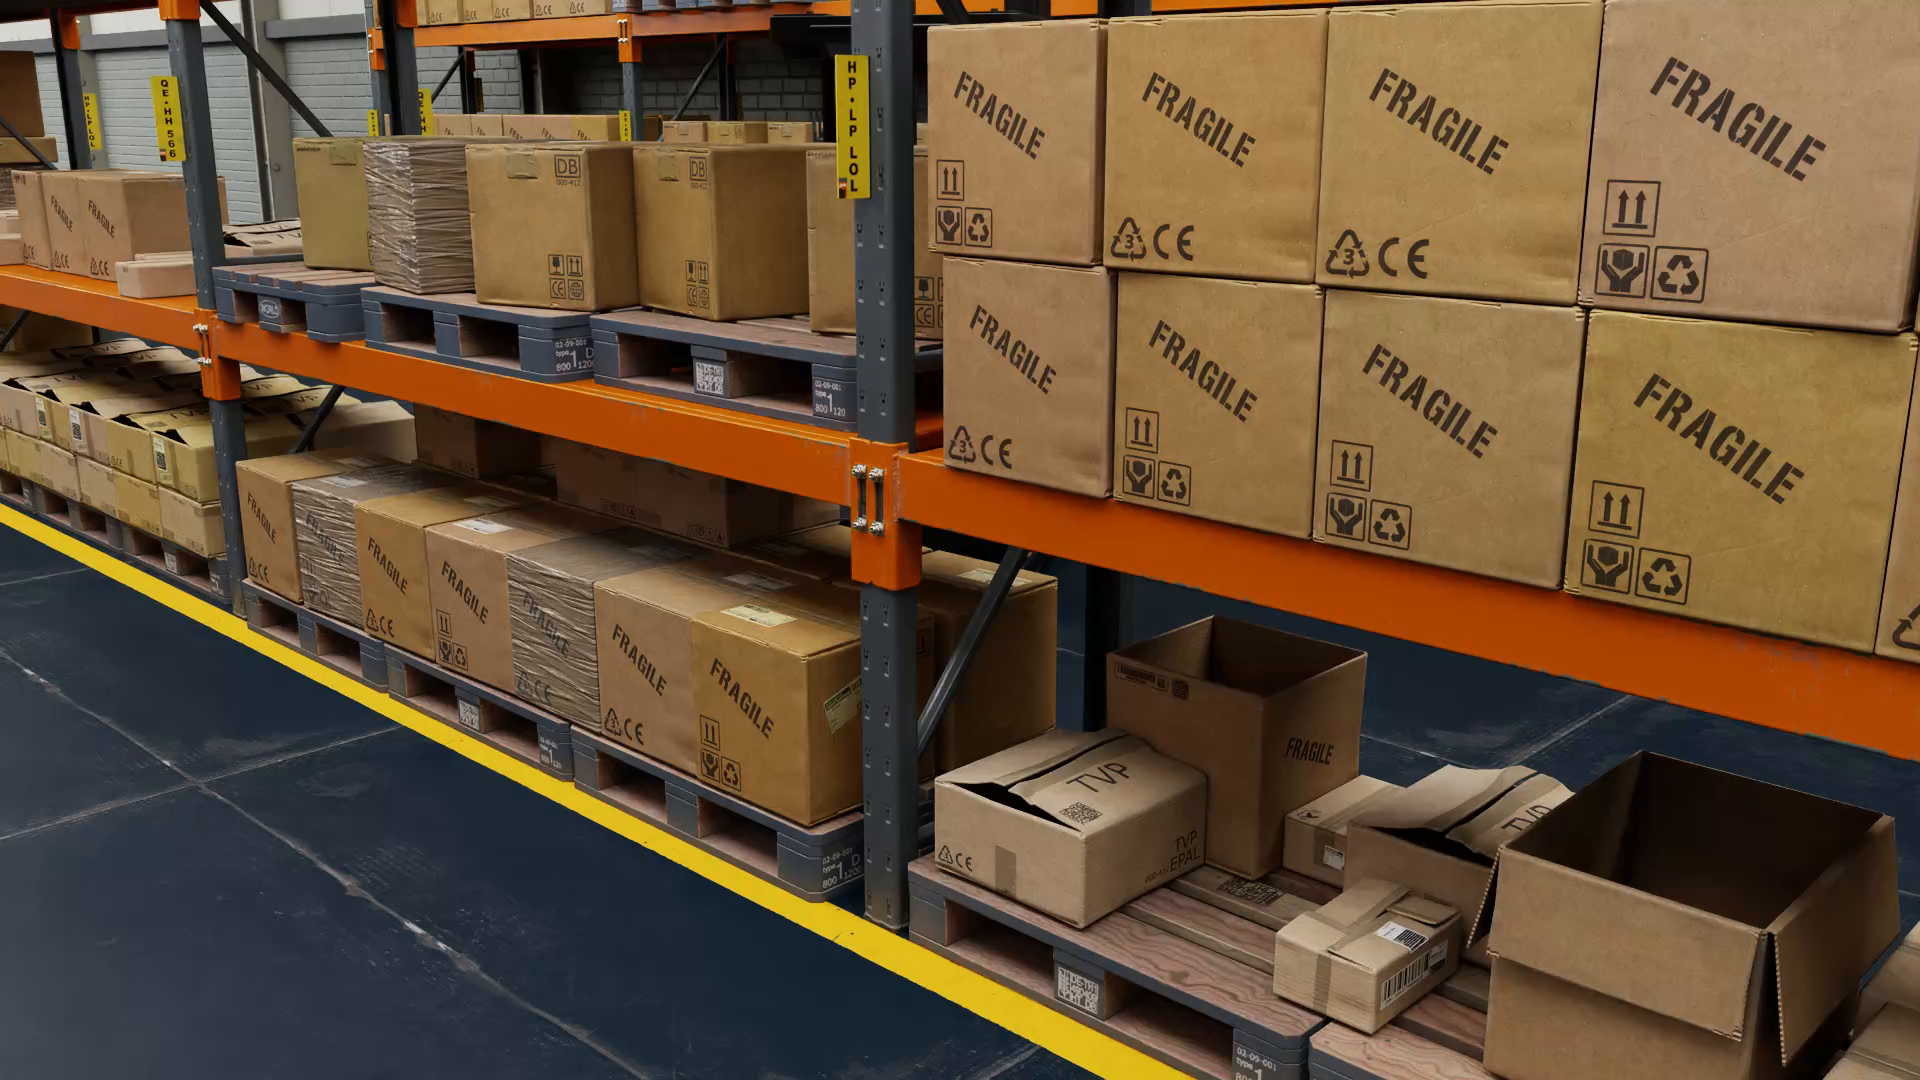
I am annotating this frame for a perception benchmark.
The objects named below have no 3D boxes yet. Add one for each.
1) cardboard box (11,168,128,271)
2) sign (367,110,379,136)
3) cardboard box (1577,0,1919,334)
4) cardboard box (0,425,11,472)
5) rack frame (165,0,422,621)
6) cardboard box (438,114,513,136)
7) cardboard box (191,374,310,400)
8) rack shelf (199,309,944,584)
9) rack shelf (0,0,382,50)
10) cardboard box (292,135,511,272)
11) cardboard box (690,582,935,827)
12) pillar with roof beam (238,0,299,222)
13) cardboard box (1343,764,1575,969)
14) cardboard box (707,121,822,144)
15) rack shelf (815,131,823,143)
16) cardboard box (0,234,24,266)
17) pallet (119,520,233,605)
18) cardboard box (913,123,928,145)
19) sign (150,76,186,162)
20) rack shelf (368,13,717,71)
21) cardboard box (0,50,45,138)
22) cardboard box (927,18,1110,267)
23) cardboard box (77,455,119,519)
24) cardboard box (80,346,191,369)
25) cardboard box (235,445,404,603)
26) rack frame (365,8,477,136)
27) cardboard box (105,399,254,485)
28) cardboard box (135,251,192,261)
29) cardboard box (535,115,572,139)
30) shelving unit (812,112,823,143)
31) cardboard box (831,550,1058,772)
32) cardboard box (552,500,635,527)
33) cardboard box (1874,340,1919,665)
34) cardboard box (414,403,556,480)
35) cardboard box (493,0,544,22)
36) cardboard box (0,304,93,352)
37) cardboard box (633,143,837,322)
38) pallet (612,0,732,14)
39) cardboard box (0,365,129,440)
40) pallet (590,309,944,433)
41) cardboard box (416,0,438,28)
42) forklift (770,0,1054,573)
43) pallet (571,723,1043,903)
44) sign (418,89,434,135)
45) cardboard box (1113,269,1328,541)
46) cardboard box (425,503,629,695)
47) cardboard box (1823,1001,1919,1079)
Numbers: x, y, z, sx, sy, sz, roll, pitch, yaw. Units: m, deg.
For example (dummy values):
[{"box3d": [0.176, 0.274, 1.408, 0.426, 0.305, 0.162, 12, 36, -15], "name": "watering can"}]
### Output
[{"box3d": [-4.706, -1.725, 8.904, 0.500, 0.500, 0.500, -13, 19, -40], "name": "cardboard box"}, {"box3d": [-5.447, -3.826, 15.450, 0.005, 0.325, 0.100, 14, 20, 42], "name": "sign"}, {"box3d": [1.390, -0.634, 2.735, 0.500, 0.500, 0.500, -14, 20, -42], "name": "cardboard box"}, {"box3d": [-5.141, -0.573, 9.304, 0.500, 0.250, 0.500, -14, 20, -43], "name": "cardboard box"}, {"box3d": [-2.747, -1.206, 7.111, 0.127, 3.000, 1.000, 14, 20, 42], "name": "rack frame"}, {"box3d": [-4.219, -3.488, 14.639, 0.500, 0.500, 0.500, 13, 19, 40], "name": "cardboard box"}, {"box3d": [-3.670, -0.675, 8.581, 0.500, 0.311, 0.500, 13, 19, 41], "name": "cardboard box"}, {"box3d": [-1.308, -0.508, 5.858, 4.000, 0.370, 1.077, 14, 20, 42], "name": "rack shelf"}, {"box3d": [-4.187, -2.659, 8.167, 4.000, 0.370, 1.077, 14, 20, 42], "name": "rack shelf"}, {"box3d": [-2.216, -1.368, 6.701, 0.500, 0.500, 0.700, 7, 16, 24], "name": "cardboard box"}, {"box3d": [-0.422, 0.457, 4.816, 0.500, 0.500, 0.500, 14, 20, 42], "name": "cardboard box"}, {"box3d": [-11.274, -6.712, 16.345, 0.400, 9.000, 9.100, 14, 20, 42], "name": "pillar with roof beam"}, {"box3d": [1.279, 0.762, 4.019, 0.500, 0.311, 0.500, 14, 20, 42], "name": "cardboard box"}, {"box3d": [-1.451, -2.873, 12.437, 0.700, 0.500, 0.500, -12, 19, -39], "name": "cardboard box"}, {"box3d": [-0.535, -1.977, 9.134, 0.480, 0.518, 0.431, 0, 15, 0], "name": "rack shelf"}, {"box3d": [-5.131, -1.592, 9.092, 0.250, 0.149, 0.380, 14, 20, 42], "name": "cardboard box"}, {"box3d": [-3.313, -0.008, 8.043, 1.213, 0.211, 1.003, 14, 20, 42], "name": "pallet"}, {"box3d": [-0.078, -2.540, 11.161, 0.500, 0.500, 0.700, 11, 18, 37], "name": "cardboard box"}, {"box3d": [-3.130, -1.665, 6.576, 0.005, 0.325, 0.100, 14, 20, 42], "name": "sign"}, {"box3d": [-3.631, -4.259, 14.307, 4.000, 0.370, 1.077, 14, 20, 42], "name": "rack shelf"}, {"box3d": [-5.951, -2.659, 9.915, 0.500, 0.500, 0.700, 14, 20, 42], "name": "cardboard box"}, {"box3d": [0.276, -0.905, 3.773, 0.500, 0.500, 0.500, -14, 20, -43], "name": "cardboard box"}, {"box3d": [-4.029, -0.304, 8.272, 0.500, 0.250, 0.500, -14, 20, -43], "name": "cardboard box"}, {"box3d": [-4.757, -0.941, 9.603, 0.500, 0.311, 0.500, -14, 20, -43], "name": "cardboard box"}, {"box3d": [-2.618, -0.078, 6.866, 0.500, 0.500, 0.500, -13, 20, -42], "name": "cardboard box"}, {"box3d": [-5.071, -3.506, 15.938, 0.127, 3.000, 1.000, 14, 20, 42], "name": "rack frame"}, {"box3d": [-3.674, -0.487, 7.859, 0.500, 0.311, 0.500, 13, 20, 41], "name": "cardboard box"}, {"box3d": [-3.705, -1.297, 7.960, 0.380, 0.149, 0.250, -13, 19, -40], "name": "cardboard box"}, {"box3d": [-3.109, -3.219, 13.606, 0.500, 0.500, 0.500, 14, 20, 42], "name": "cardboard box"}, {"box3d": [-0.535, -1.313, 9.307, 0.503, 2.100, 0.431, 0, 15, 0], "name": "shelving unit"}, {"box3d": [-0.047, 0.362, 5.179, 0.500, 0.500, 0.500, 13, 19, 40], "name": "cardboard box"}, {"box3d": [-1.157, 0.093, 6.210, 0.500, 0.500, 0.500, 13, 19, 40], "name": "cardboard box"}, {"box3d": [1.769, -0.062, 2.521, 0.500, 0.500, 0.500, 14, 20, 43], "name": "cardboard box"}, {"box3d": [-1.868, -0.442, 6.777, 0.500, 0.250, 0.500, -14, 20, -42], "name": "cardboard box"}, {"box3d": [-3.507, -4.540, 13.719, 0.500, 0.500, 0.500, 13, 19, 40], "name": "cardboard box"}, {"box3d": [-5.743, -1.279, 10.526, 0.500, 0.500, 0.500, 14, 20, 42], "name": "cardboard box"}, {"box3d": [-0.593, -0.990, 5.250, 0.700, 0.500, 0.500, -11, 18, -35], "name": "cardboard box"}, {"box3d": [-1.821, -4.039, 12.408, 1.003, 0.211, 1.213, 14, 20, 42], "name": "pallet"}, {"box3d": [-4.772, -0.753, 8.883, 0.500, 0.311, 0.500, 13, 19, 40], "name": "cardboard box"}, {"box3d": [-0.367, -0.573, 5.061, 1.213, 0.211, 1.003, 14, 20, 42], "name": "pallet"}, {"box3d": [-4.642, -4.811, 14.760, 0.500, 0.500, 0.500, -13, 19, -41], "name": "cardboard box"}, {"box3d": [-0.163, -1.267, 7.480, 1.130, 2.935, 3.031, 4, 15, 15], "name": "forklift"}, {"box3d": [-0.480, 0.708, 5.296, 1.213, 0.211, 1.003, 14, 20, 42], "name": "pallet"}, {"box3d": [-2.378, -1.828, 7.359, 0.005, 0.325, 0.100, 14, 20, 42], "name": "sign"}, {"box3d": [0.681, -0.327, 3.538, 0.500, 0.500, 0.500, 14, 20, 43], "name": "cardboard box"}, {"box3d": [-1.500, 0.192, 5.831, 0.500, 0.500, 0.500, 13, 19, 40], "name": "cardboard box"}, {"box3d": [1.786, 1.090, 2.881, 0.500, 0.250, 0.500, 14, 20, 42], "name": "cardboard box"}]
